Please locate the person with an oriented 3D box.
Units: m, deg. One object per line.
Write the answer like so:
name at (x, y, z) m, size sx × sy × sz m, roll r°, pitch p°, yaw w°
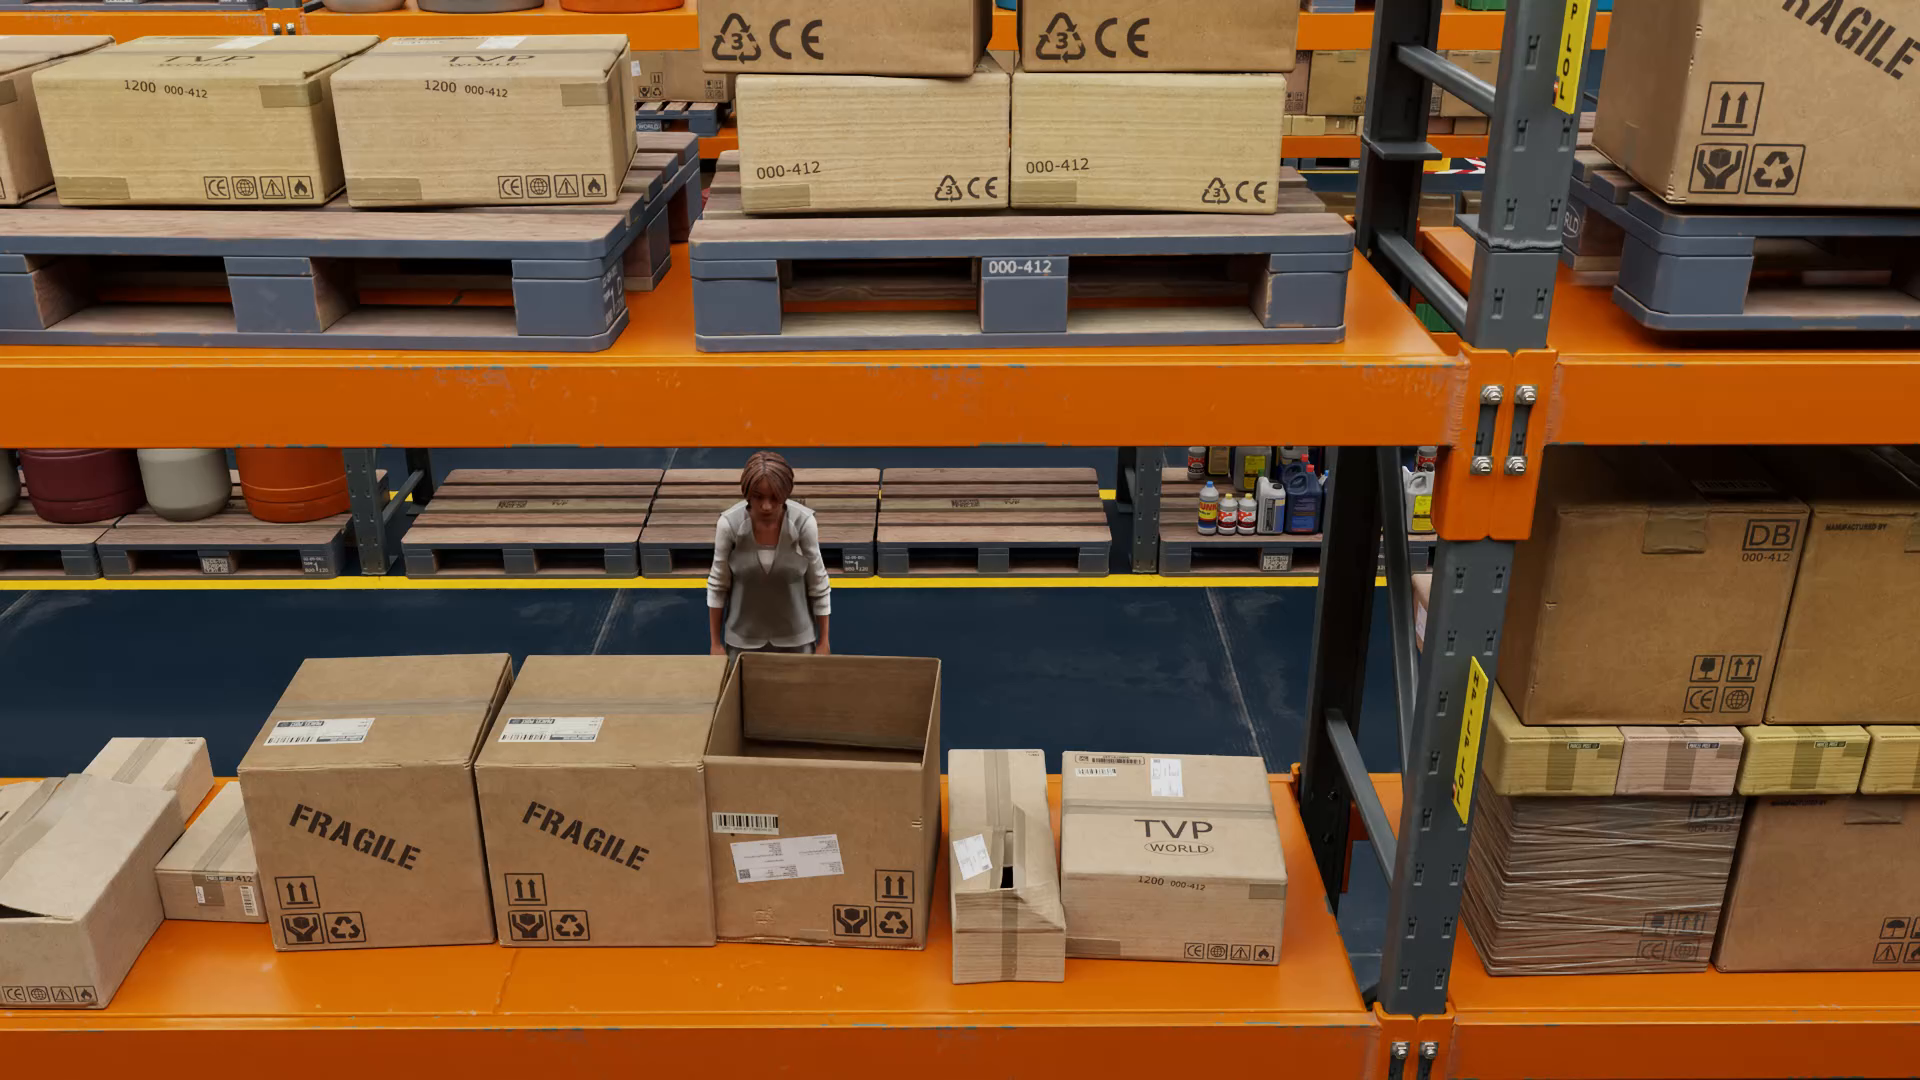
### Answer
person at (-0.716, 0.400, 6.239) m, size 0.477 × 1.592 × 0.377 m, roll -2°, pitch 25°, yaw -4°
